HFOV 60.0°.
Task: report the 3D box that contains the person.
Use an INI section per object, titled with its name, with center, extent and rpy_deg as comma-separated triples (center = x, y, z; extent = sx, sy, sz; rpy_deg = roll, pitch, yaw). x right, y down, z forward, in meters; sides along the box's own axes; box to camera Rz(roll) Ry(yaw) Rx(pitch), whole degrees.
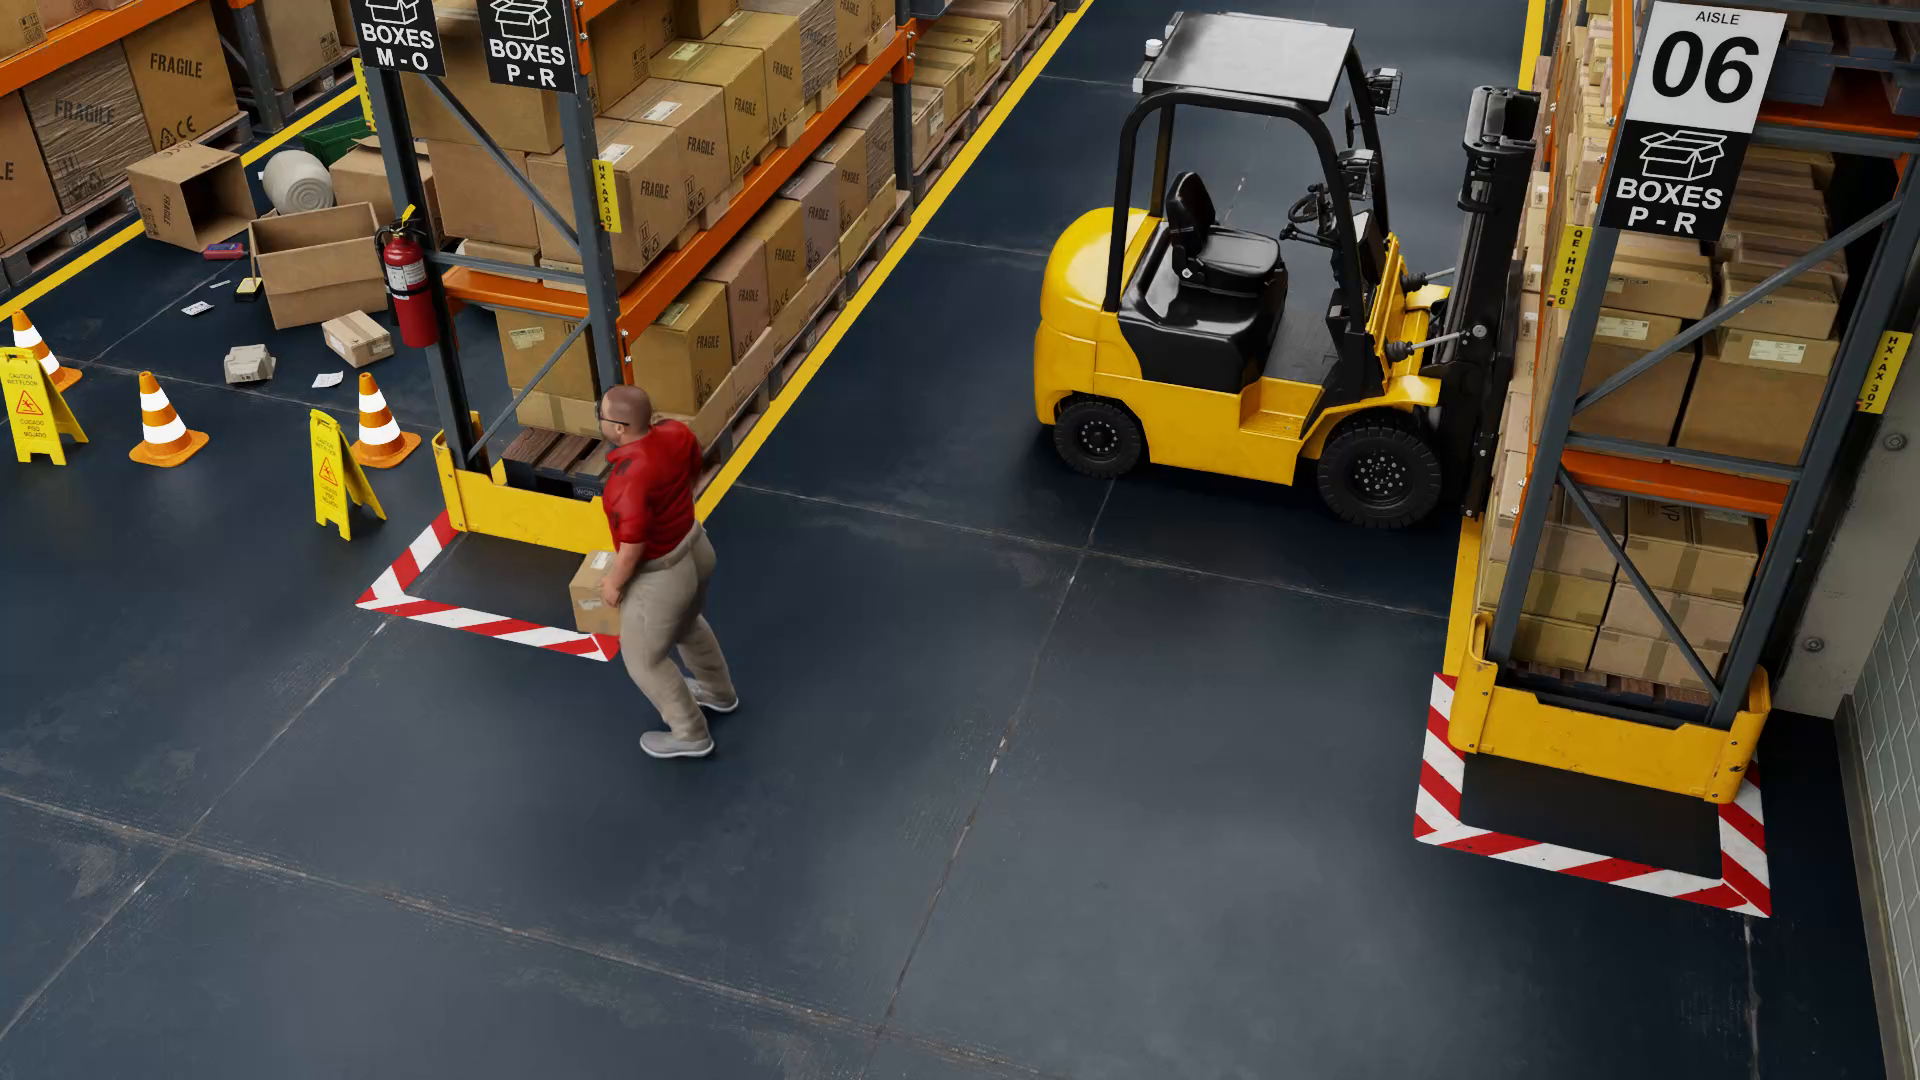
[person]
center = -1.227, 0.114, 6.775
extent = 0.450, 1.703, 0.629
rpy_deg = 12, 38, 15
